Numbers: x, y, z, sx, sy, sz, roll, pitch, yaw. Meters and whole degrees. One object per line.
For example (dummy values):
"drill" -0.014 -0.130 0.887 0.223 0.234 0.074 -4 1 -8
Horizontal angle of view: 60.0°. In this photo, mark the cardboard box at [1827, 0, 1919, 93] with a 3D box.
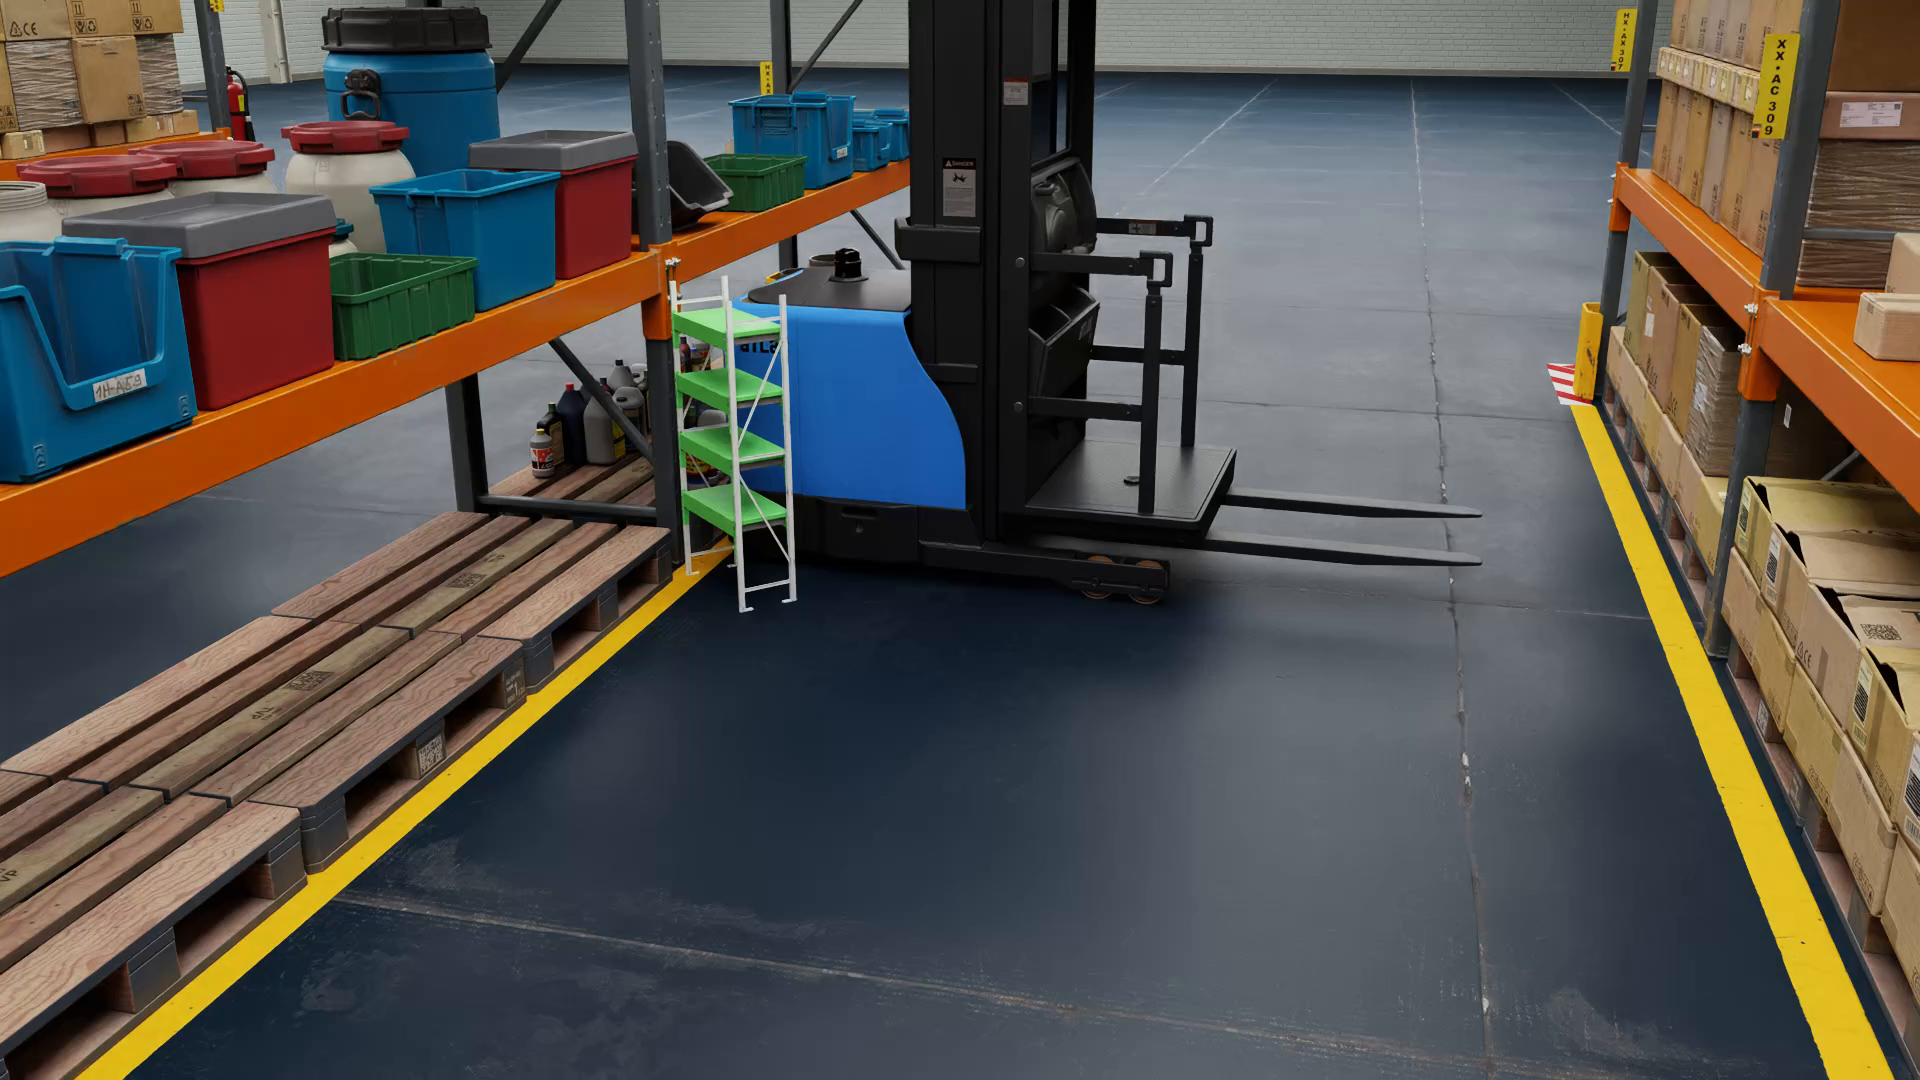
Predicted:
"cardboard box" 3.275 -1.775 5.581 0.700 0.500 0.500 5 19 14

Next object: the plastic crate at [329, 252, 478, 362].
"plastic crate" -1.782 -0.698 4.917 0.450 0.188 0.662 5 19 13

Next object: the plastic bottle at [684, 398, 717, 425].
"plastic bottle" -1.170 -0.552 7.582 0.144 0.351 0.185 5 19 13

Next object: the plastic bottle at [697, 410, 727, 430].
"plastic bottle" -1.075 -0.454 7.410 0.152 0.276 0.135 5 20 15

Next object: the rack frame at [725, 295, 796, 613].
"rack frame" -0.744 -0.312 6.245 0.240 1.200 0.015 -12 22 -31

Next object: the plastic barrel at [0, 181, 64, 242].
"plastic barrel" -2.460 -0.637 4.238 0.421 0.512 0.421 0 19 0

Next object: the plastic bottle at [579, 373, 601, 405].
"plastic bottle" -1.705 -0.606 7.737 0.144 0.351 0.185 4 19 11

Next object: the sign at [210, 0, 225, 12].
"sign" -4.922 -3.658 10.977 0.100 0.325 0.005 5 19 13

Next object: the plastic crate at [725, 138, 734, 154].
"plastic crate" -1.183 -2.240 9.513 0.298 0.136 0.250 5 19 13

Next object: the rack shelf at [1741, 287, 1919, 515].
"rack shelf" 2.684 -0.006 3.679 1.077 0.370 4.000 5 19 13

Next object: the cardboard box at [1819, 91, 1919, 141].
"cardboard box" 3.031 -1.430 5.576 0.380 0.149 0.250 5 19 13

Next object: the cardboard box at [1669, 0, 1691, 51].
"cardboard box" 4.010 -2.727 8.369 0.700 0.500 0.500 5 19 14

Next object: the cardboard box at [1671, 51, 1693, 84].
"cardboard box" 3.721 -2.315 8.166 0.380 0.149 0.250 5 19 14

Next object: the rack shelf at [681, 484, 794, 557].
"rack shelf" -0.878 -0.091 6.537 0.258 0.148 0.480 -12 22 -31

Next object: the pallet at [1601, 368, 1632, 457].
"pallet" 4.003 -0.665 8.808 1.003 0.211 1.213 5 19 13

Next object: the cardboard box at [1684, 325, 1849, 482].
"cardboard box" 3.207 -0.545 6.585 0.500 0.500 0.500 5 19 13

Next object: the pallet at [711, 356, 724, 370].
"pallet" -0.829 -1.019 9.843 1.003 0.211 1.213 5 19 13

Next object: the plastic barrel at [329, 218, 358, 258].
"plastic barrel" -2.102 -0.898 5.390 0.301 0.262 0.301 0 19 0

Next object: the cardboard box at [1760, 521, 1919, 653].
"cardboard box" 2.702 0.130 4.904 0.500 0.311 0.500 4 19 13

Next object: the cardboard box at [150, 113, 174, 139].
"cardboard box" -5.387 -2.708 10.864 0.380 0.149 0.250 5 19 13

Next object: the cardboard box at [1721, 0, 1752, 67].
"cardboard box" 3.642 -2.247 6.962 0.700 0.500 0.500 5 19 13

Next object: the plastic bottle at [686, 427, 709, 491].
"plastic bottle" -1.127 -0.348 7.107 0.097 0.271 0.097 0 19 0

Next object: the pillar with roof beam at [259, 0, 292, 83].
"pillar with roof beam" -10.885 -14.059 34.426 9.100 9.000 0.400 5 19 13

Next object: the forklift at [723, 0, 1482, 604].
"forklift" 0.601 -1.329 6.544 3.031 2.935 1.130 5 20 16

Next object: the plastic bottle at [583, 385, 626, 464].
"plastic bottle" -1.612 -0.534 7.528 0.144 0.351 0.185 5 19 13

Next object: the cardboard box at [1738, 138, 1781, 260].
"cardboard box" 3.397 -1.326 6.276 0.700 0.500 0.500 4 19 13

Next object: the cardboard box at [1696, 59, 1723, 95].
"cardboard box" 3.532 -2.072 7.455 0.380 0.149 0.250 4 19 13

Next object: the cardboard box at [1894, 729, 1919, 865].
"cardboard box" 2.331 0.612 3.492 0.500 0.311 0.500 5 19 13

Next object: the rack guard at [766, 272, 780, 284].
"rack guard" -0.626 -1.409 10.541 1.175 0.500 0.348 5 19 13

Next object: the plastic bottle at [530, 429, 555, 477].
"plastic bottle" -1.844 -0.388 7.333 0.097 0.201 0.097 0 19 0

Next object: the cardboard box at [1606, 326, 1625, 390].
"cardboard box" 3.803 -0.975 9.004 0.500 0.250 0.500 5 19 13

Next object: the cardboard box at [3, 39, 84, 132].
"cardboard box" -5.786 -2.709 9.864 0.875 0.500 0.500 5 19 13

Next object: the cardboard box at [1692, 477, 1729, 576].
"cardboard box" 3.074 -0.034 6.250 0.500 0.250 0.500 5 19 13

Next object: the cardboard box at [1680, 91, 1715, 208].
"cardboard box" 3.773 -1.809 7.689 0.700 0.500 0.500 5 19 14

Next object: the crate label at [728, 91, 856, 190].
"crate label" -0.840 -2.038 8.460 0.502 0.435 0.616 5 19 13

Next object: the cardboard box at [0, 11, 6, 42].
"cardboard box" -5.722 -3.011 9.199 0.500 0.500 0.500 5 19 13

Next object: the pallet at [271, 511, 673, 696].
"pallet" -1.784 0.203 6.268 1.003 0.211 1.213 5 19 13

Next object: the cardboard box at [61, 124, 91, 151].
"cardboard box" -5.575 -2.474 10.177 0.380 0.149 0.250 5 19 13

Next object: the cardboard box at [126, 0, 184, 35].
"cardboard box" -5.350 -3.480 10.575 0.500 0.500 0.500 5 19 13

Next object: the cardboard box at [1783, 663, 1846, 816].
"cardboard box" 2.583 0.558 4.517 0.500 0.250 0.500 4 19 12

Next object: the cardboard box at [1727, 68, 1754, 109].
"cardboard box" 3.343 -1.828 6.741 0.380 0.149 0.250 5 20 15

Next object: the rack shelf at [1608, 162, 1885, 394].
"rack shelf" 3.661 -1.260 7.349 1.077 0.370 4.000 5 19 13

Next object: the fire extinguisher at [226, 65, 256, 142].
"fire extinguisher" -4.981 -2.974 11.373 0.296 0.674 0.183 5 19 13

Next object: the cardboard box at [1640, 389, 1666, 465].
"cardboard box" 3.435 -0.504 7.628 0.500 0.250 0.500 5 19 13

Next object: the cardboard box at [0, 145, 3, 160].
"cardboard box" -5.718 -2.235 9.480 0.380 0.149 0.250 5 19 13

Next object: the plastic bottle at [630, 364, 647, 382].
"plastic bottle" -1.583 -0.722 8.194 0.152 0.276 0.135 5 19 14

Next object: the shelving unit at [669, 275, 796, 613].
"shelving unit" -0.878 -0.378 6.438 0.258 1.200 0.503 -12 22 -31

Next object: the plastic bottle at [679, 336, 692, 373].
"plastic bottle" -1.471 -0.929 8.790 0.061 0.283 0.133 5 19 14

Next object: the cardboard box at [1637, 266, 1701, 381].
"cardboard box" 3.573 -1.015 7.962 0.500 0.500 0.500 5 19 13

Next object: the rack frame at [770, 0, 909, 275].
"rack frame" -0.653 -2.620 10.217 1.000 3.000 0.127 5 19 13
